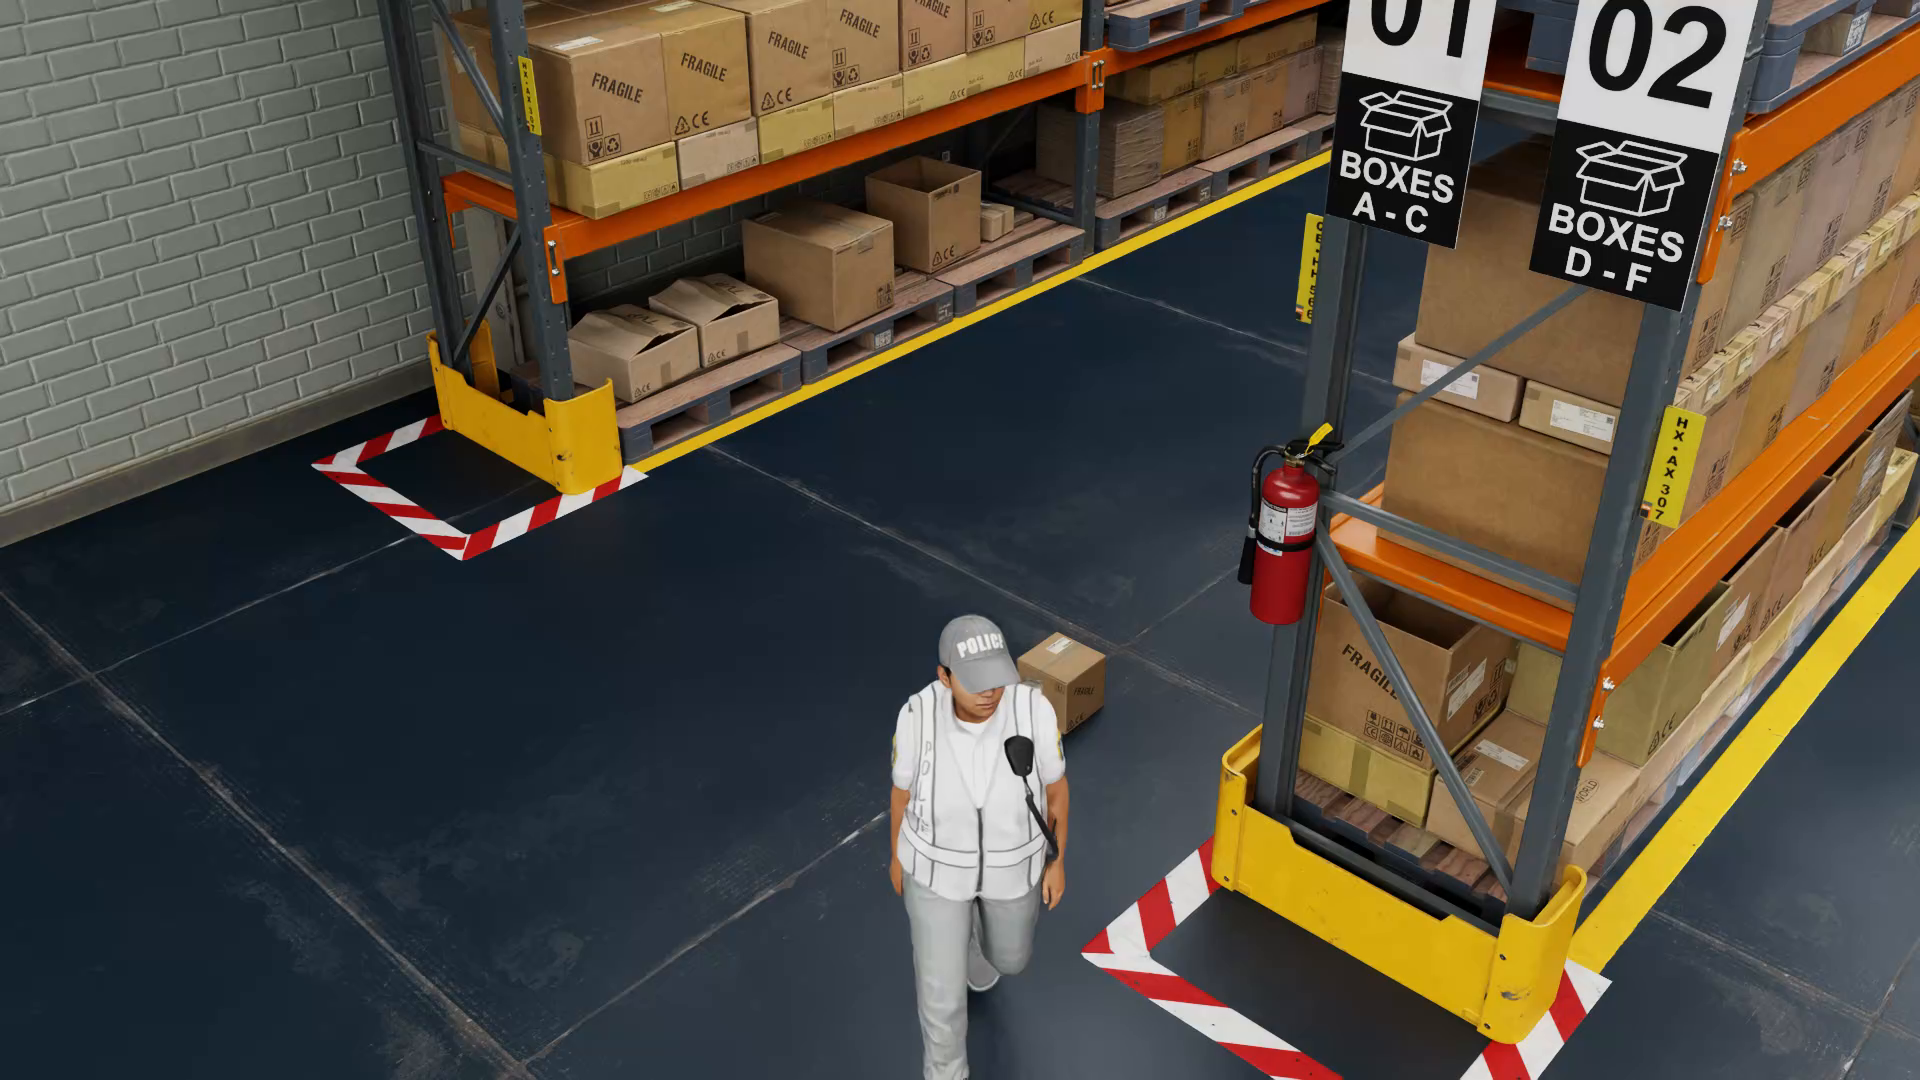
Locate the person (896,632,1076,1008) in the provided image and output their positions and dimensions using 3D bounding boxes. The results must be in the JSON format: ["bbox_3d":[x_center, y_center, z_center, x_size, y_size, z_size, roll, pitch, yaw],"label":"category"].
[{"bbox_3d":[0.067,0.908,4.631,0.492,1.635,0.751,-3,32,-6],"label":"person"}]
